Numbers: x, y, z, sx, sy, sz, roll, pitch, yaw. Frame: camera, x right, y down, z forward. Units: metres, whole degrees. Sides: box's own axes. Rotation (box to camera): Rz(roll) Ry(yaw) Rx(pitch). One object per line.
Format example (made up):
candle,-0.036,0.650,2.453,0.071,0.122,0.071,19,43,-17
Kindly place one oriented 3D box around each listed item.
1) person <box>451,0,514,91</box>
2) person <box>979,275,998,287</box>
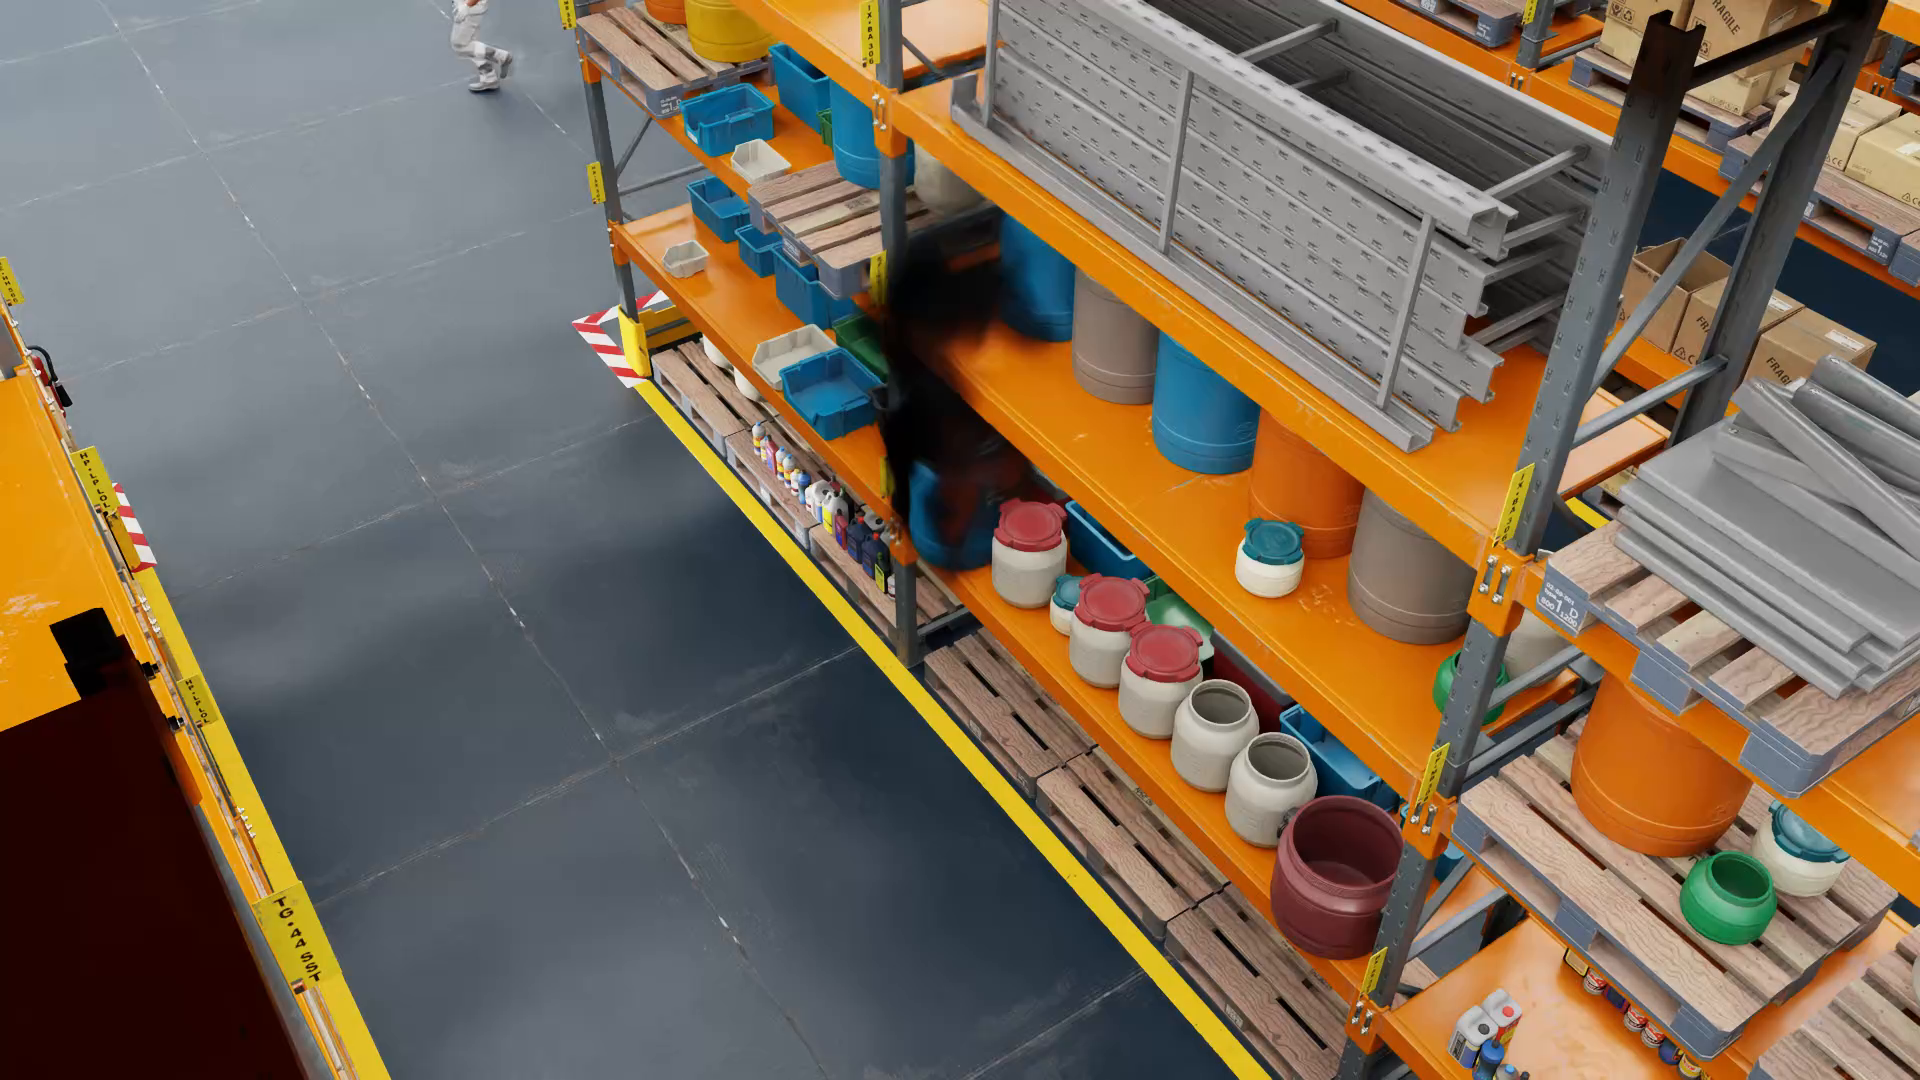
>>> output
person,-4.715,-5.178,16.114,0.601,1.740,0.657,-6,43,-6
person,0.394,-1.974,12.190,0.721,1.781,0.886,-33,52,-31
